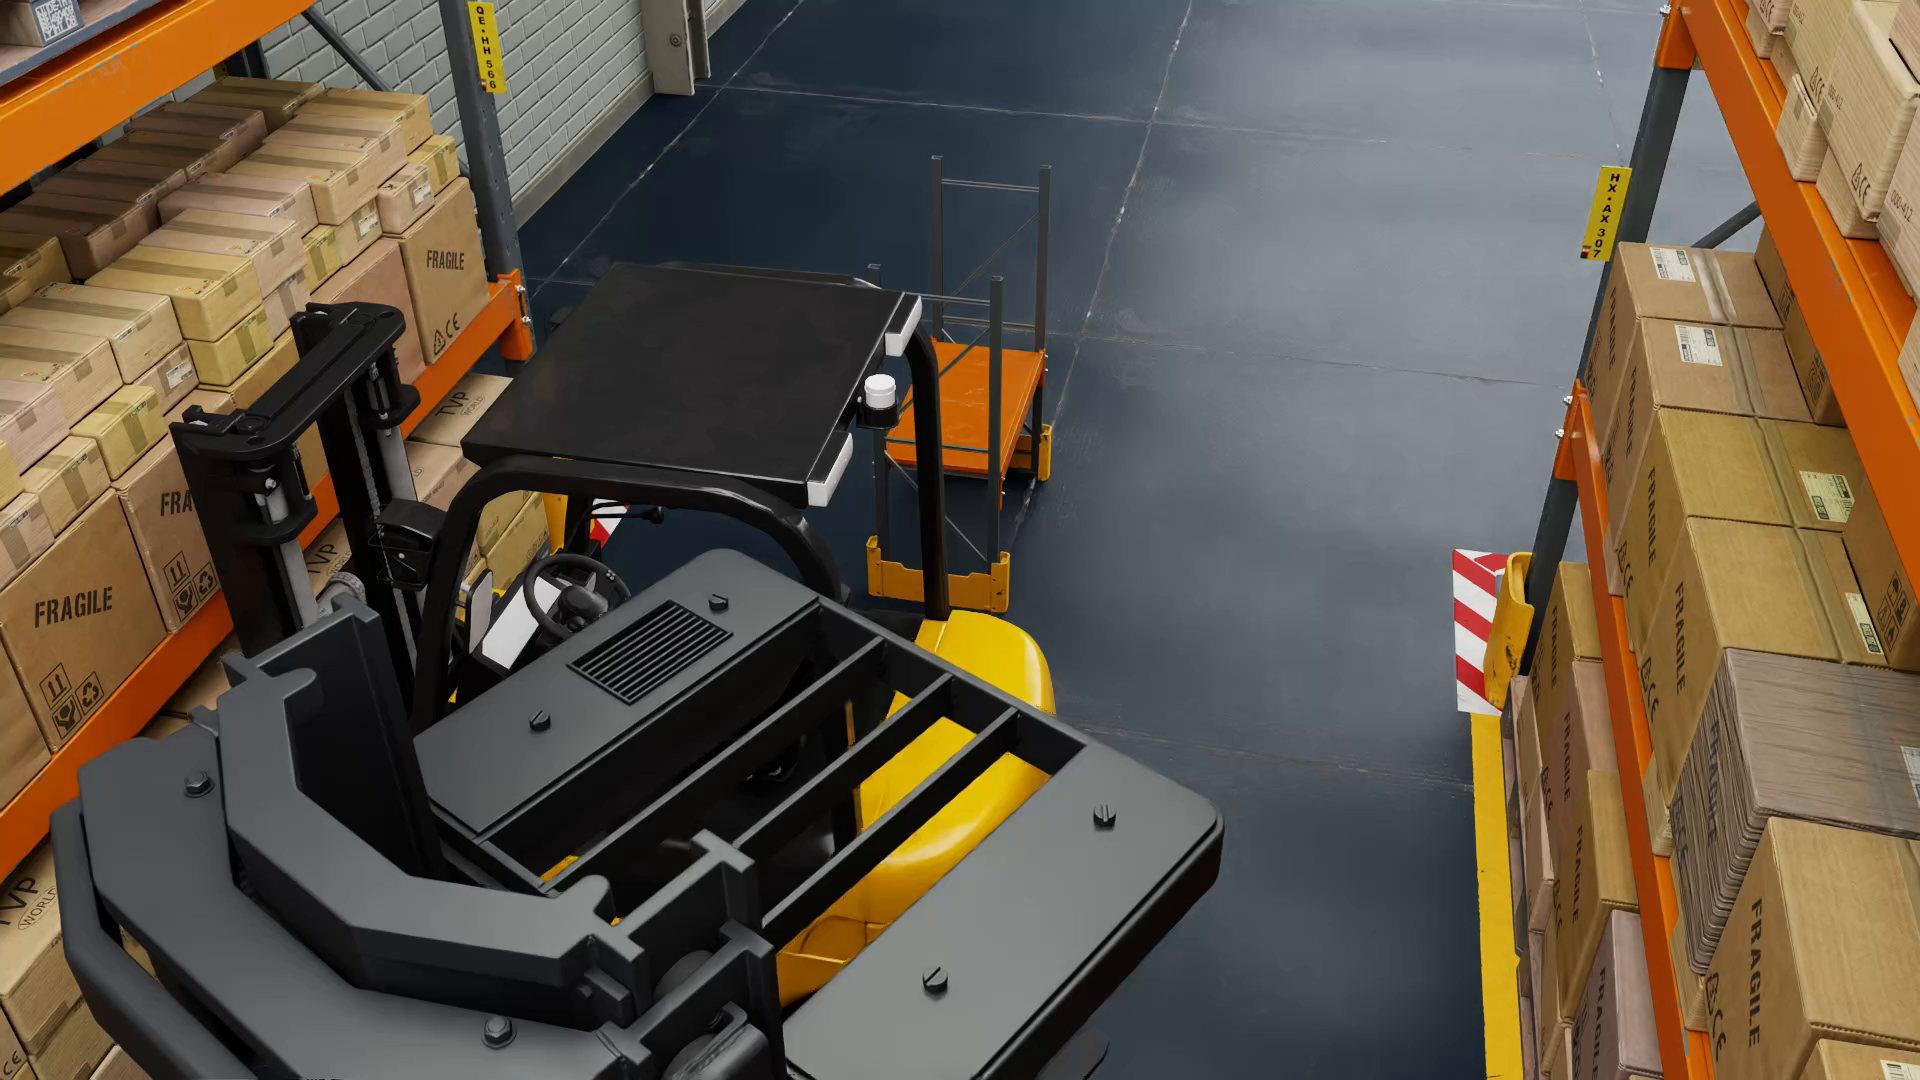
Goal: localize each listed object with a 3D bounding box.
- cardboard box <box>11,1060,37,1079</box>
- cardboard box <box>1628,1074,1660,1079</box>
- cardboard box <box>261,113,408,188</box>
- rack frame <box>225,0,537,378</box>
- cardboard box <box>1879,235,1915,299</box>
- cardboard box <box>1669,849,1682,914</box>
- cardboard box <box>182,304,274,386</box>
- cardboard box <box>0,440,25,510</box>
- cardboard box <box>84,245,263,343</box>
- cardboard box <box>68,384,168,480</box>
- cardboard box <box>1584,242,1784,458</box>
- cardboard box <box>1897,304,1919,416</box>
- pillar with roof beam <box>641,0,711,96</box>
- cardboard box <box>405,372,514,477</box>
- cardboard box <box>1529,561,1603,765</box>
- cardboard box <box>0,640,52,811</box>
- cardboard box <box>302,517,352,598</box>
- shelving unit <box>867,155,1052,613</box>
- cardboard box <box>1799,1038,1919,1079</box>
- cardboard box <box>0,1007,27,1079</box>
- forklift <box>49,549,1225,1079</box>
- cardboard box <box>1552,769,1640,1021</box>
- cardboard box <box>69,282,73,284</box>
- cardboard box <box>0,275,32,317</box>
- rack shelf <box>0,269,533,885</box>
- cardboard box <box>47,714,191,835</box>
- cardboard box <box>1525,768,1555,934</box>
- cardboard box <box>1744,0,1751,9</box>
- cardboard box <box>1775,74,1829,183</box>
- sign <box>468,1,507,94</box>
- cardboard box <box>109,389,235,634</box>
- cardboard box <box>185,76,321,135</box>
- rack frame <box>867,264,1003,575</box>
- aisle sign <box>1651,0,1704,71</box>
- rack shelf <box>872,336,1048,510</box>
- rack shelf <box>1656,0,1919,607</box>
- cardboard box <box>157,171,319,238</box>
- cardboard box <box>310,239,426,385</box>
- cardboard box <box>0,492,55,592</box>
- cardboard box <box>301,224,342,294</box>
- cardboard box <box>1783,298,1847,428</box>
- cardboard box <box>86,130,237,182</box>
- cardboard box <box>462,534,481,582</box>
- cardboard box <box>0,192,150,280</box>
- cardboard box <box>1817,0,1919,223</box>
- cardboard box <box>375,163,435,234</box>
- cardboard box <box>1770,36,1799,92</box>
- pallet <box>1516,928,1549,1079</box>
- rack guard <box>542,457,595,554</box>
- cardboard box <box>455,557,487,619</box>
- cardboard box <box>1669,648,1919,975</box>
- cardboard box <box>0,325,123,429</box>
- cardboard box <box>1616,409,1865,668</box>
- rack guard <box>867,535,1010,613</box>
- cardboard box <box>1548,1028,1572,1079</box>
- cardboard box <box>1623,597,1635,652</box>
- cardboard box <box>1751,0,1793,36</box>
[{"bbox_3d":[-2.661,1.532,4.139,0.500,0.250,0.500,7,37,10],"label":"cardboard box"},{"bbox_3d":[1.755,1.625,3.798,0.500,0.500,0.500,8,37,11],"label":"cardboard box"},{"bbox_3d":[-2.105,-1.310,5.609,0.380,0.149,0.250,7,37,10],"label":"cardboard box"},{"bbox_3d":[-2.212,-1.263,6.437,1.000,3.000,0.127,7,37,10],"label":"rack frame"},{"bbox_3d":[1.976,-0.556,3.119,0.380,0.149,0.250,7,37,10],"label":"cardboard box"},{"bbox_3d":[1.852,0.804,3.799,0.380,0.149,0.250,7,36,9],"label":"cardboard box"},{"bbox_3d":[-2.262,-0.594,4.875,0.380,0.149,0.250,8,37,10],"label":"cardboard box"},{"bbox_3d":[-2.511,-0.134,3.988,0.380,0.149,0.250,7,36,9],"label":"cardboard box"},{"bbox_3d":[-2.257,-0.711,4.783,0.380,0.149,0.250,8,37,11],"label":"cardboard box"},{"bbox_3d":[-2.392,-0.307,4.479,0.380,0.149,0.250,7,36,9],"label":"cardboard box"},{"bbox_3d":[2.266,-0.567,5.138,0.500,0.500,0.500,7,36,9],"label":"cardboard box"},{"bbox_3d":[1.787,-0.270,2.725,0.380,0.149,0.250,8,37,11],"label":"cardboard box"},{"bbox_3d":[2.246,-6.306,8.283,9.100,9.000,0.400,7,37,10],"label":"pillar with roof beam"},{"bbox_3d":[-2.006,-0.422,6.409,0.500,0.250,0.500,8,37,12],"label":"cardboard box"},{"bbox_3d":[2.191,0.438,5.436,0.500,0.500,0.500,6,36,8],"label":"cardboard box"},{"bbox_3d":[-2.621,0.467,3.964,0.500,0.500,0.500,8,37,11],"label":"cardboard box"},{"bbox_3d":[-2.207,0.162,5.603,0.500,0.250,0.500,8,37,11],"label":"cardboard box"},{"bbox_3d":[0.016,-0.651,6.870,0.587,1.500,1.083,7,37,10],"label":"shelving unit"},{"bbox_3d":[1.636,1.203,2.695,0.500,0.500,0.500,6,36,9],"label":"cardboard box"},{"bbox_3d":[-2.656,1.331,3.991,0.500,0.250,0.500,7,36,9],"label":"cardboard box"},{"bbox_3d":[-0.301,1.242,3.039,1.130,2.935,3.031,25,43,31],"label":"forklift"},{"bbox_3d":[1.968,1.025,4.626,0.500,0.500,0.500,8,37,11],"label":"cardboard box"},{"bbox_3d":[-2.882,-0.676,4.989,0.380,0.149,0.250,9,37,12],"label":"cardboard box"},{"bbox_3d":[-2.851,-0.638,4.682,0.380,0.149,0.250,7,37,10],"label":"cardboard box"},{"bbox_3d":[-2.639,0.175,5.066,1.077,0.370,4.000,7,37,10],"label":"rack shelf"},{"bbox_3d":[-2.442,0.752,4.790,0.500,0.250,0.500,9,37,12],"label":"cardboard box"},{"bbox_3d":[2.079,1.020,5.272,0.500,0.250,0.500,9,37,12],"label":"cardboard box"},{"bbox_3d":[2.281,-1.445,4.345,0.380,0.149,0.250,6,36,8],"label":"cardboard box"},{"bbox_3d":[1.978,-0.865,3.546,0.380,0.149,0.250,8,37,10],"label":"cardboard box"},{"bbox_3d":[-1.685,-1.752,5.923,0.100,0.325,0.005,7,37,10],"label":"sign"},{"bbox_3d":[-2.386,-0.109,4.759,0.500,0.500,0.500,8,37,10],"label":"cardboard box"},{"bbox_3d":[-2.492,-1.521,5.901,0.380,0.149,0.250,7,36,9],"label":"cardboard box"},{"bbox_3d":[-0.090,-0.365,6.475,0.500,1.500,0.032,7,37,10],"label":"rack frame"},{"bbox_3d":[2.348,-1.770,4.921,0.394,0.787,0.004,7,37,10],"label":"aisle sign"},{"bbox_3d":[0.018,-0.511,6.983,0.538,0.185,1.000,7,37,10],"label":"rack shelf"},{"bbox_3d":[2.211,-0.420,3.330,1.077,0.370,4.000,7,37,10],"label":"rack shelf"},{"bbox_3d":[-2.260,-1.023,5.214,0.380,0.149,0.250,8,37,10],"label":"cardboard box"},{"bbox_3d":[-2.180,-0.692,5.564,0.500,0.500,0.500,8,37,11],"label":"cardboard box"},{"bbox_3d":[-2.476,-0.007,4.065,0.380,0.149,0.250,7,37,9],"label":"cardboard box"},{"bbox_3d":[-2.217,-0.900,5.298,0.380,0.149,0.250,7,37,10],"label":"cardboard box"},{"bbox_3d":[2.627,-0.599,4.330,0.700,0.500,0.500,8,37,10],"label":"cardboard box"},{"bbox_3d":[-2.624,-1.222,5.488,0.380,0.149,0.250,8,37,11],"label":"cardboard box"},{"bbox_3d":[-2.128,0.082,6.140,0.500,0.250,0.500,7,37,10],"label":"cardboard box"},{"bbox_3d":[-2.723,-0.928,5.083,0.380,0.149,0.250,8,37,11],"label":"cardboard box"},{"bbox_3d":[1.938,-0.784,3.095,0.500,0.250,0.500,8,37,11],"label":"cardboard box"},{"bbox_3d":[-2.038,-1.182,5.687,0.380,0.149,0.250,8,37,11],"label":"cardboard box"},{"bbox_3d":[2.162,-1.152,3.941,0.380,0.149,0.250,7,37,10],"label":"cardboard box"},{"bbox_3d":[2.151,1.688,4.741,1.003,0.211,1.213,7,37,10],"label":"pallet"},{"bbox_3d":[-2.207,-0.265,7.189,1.175,0.500,0.348,7,37,10],"label":"rack guard"},{"bbox_3d":[-2.119,0.273,6.302,0.500,0.250,0.500,7,37,10],"label":"cardboard box"},{"bbox_3d":[1.845,0.609,3.515,0.500,0.500,0.500,8,37,11],"label":"cardboard box"},{"bbox_3d":[-2.475,-0.433,4.399,0.380,0.149,0.250,7,37,10],"label":"cardboard box"},{"bbox_3d":[2.051,0.022,4.324,0.500,0.500,0.500,7,36,9],"label":"cardboard box"},{"bbox_3d":[-0.090,0.141,6.843,0.587,0.250,0.087,7,37,10],"label":"rack guard"},{"bbox_3d":[1.864,1.623,4.439,0.500,0.250,0.500,8,37,11],"label":"cardboard box"},{"bbox_3d":[2.066,0.208,4.621,0.380,0.149,0.250,8,37,11],"label":"cardboard box"},{"bbox_3d":[2.153,-1.375,3.909,0.500,0.250,0.500,7,36,9],"label":"cardboard box"}]
